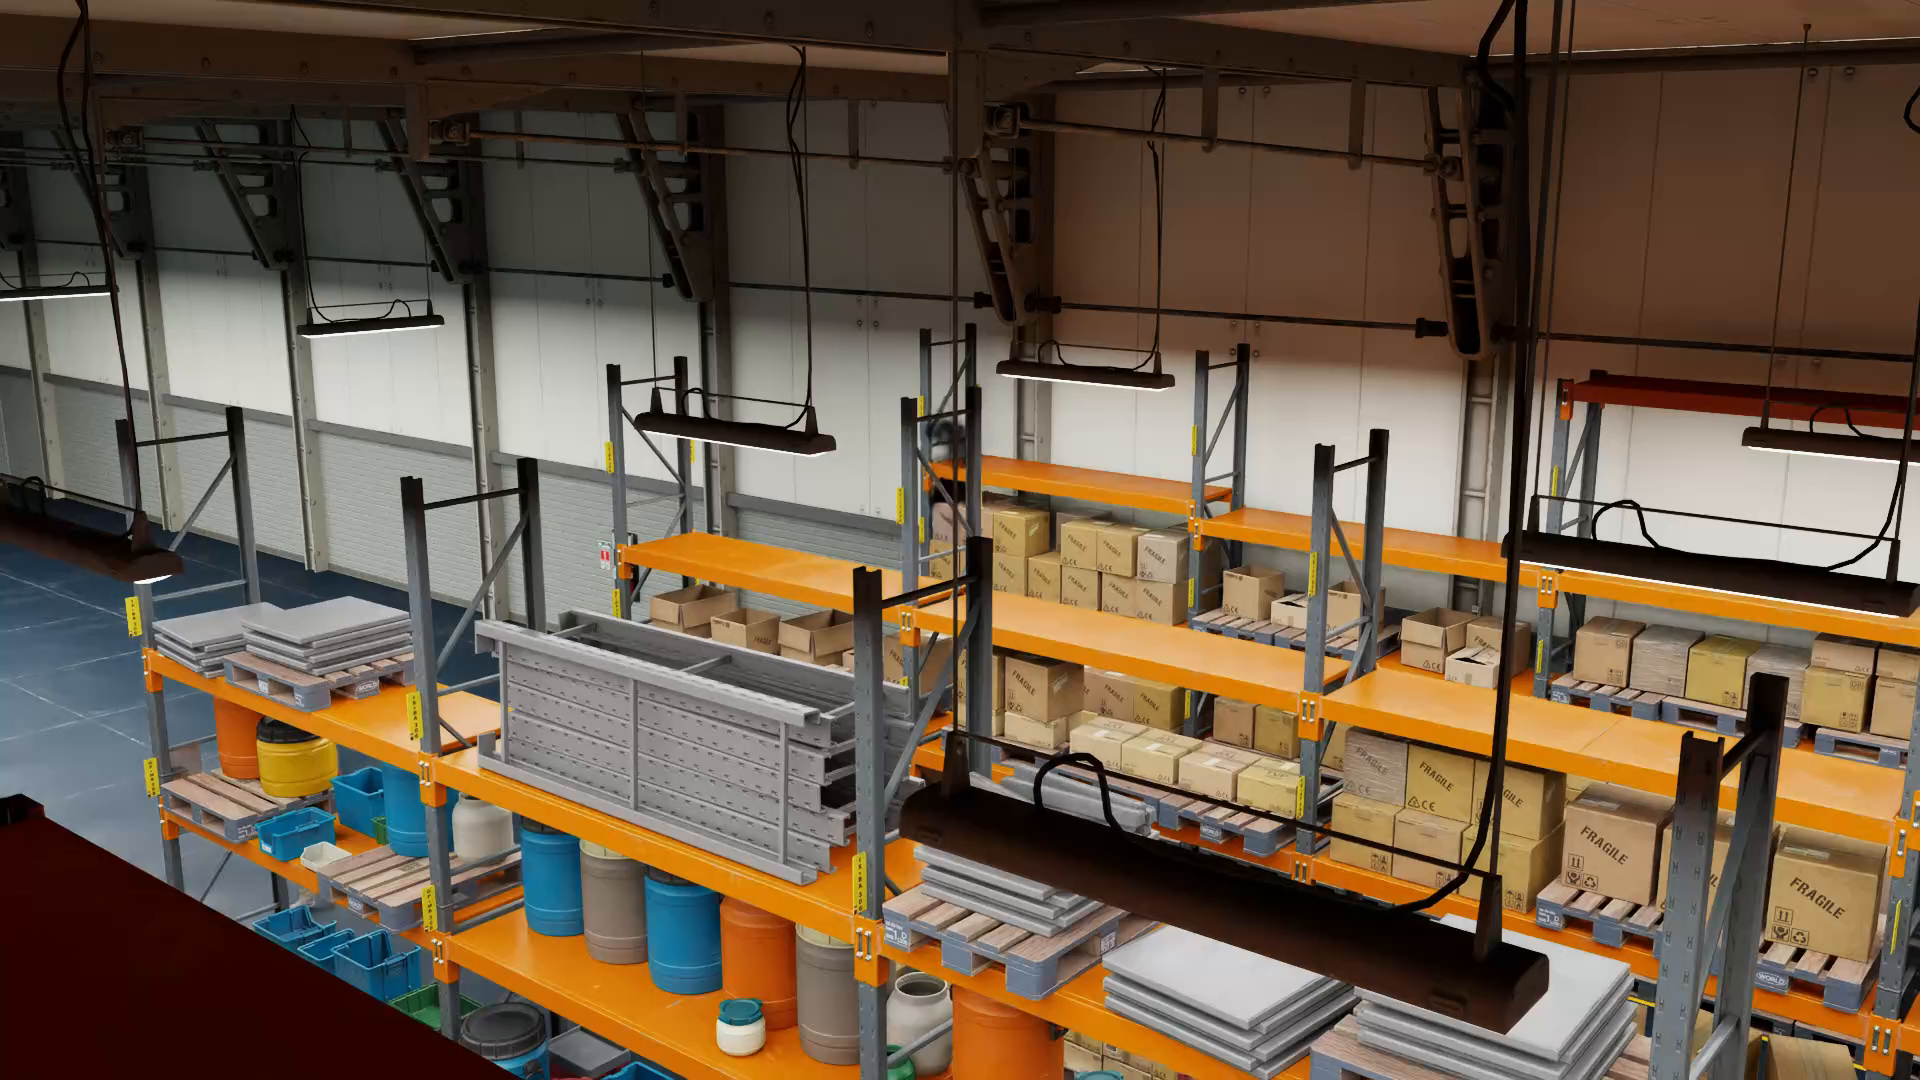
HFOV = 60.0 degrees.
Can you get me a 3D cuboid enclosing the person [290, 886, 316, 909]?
[{"bbox_3d":[-7.023,3.200,18.261,0.894,1.722,0.669,-7,14,-27],"label":"person"}]
